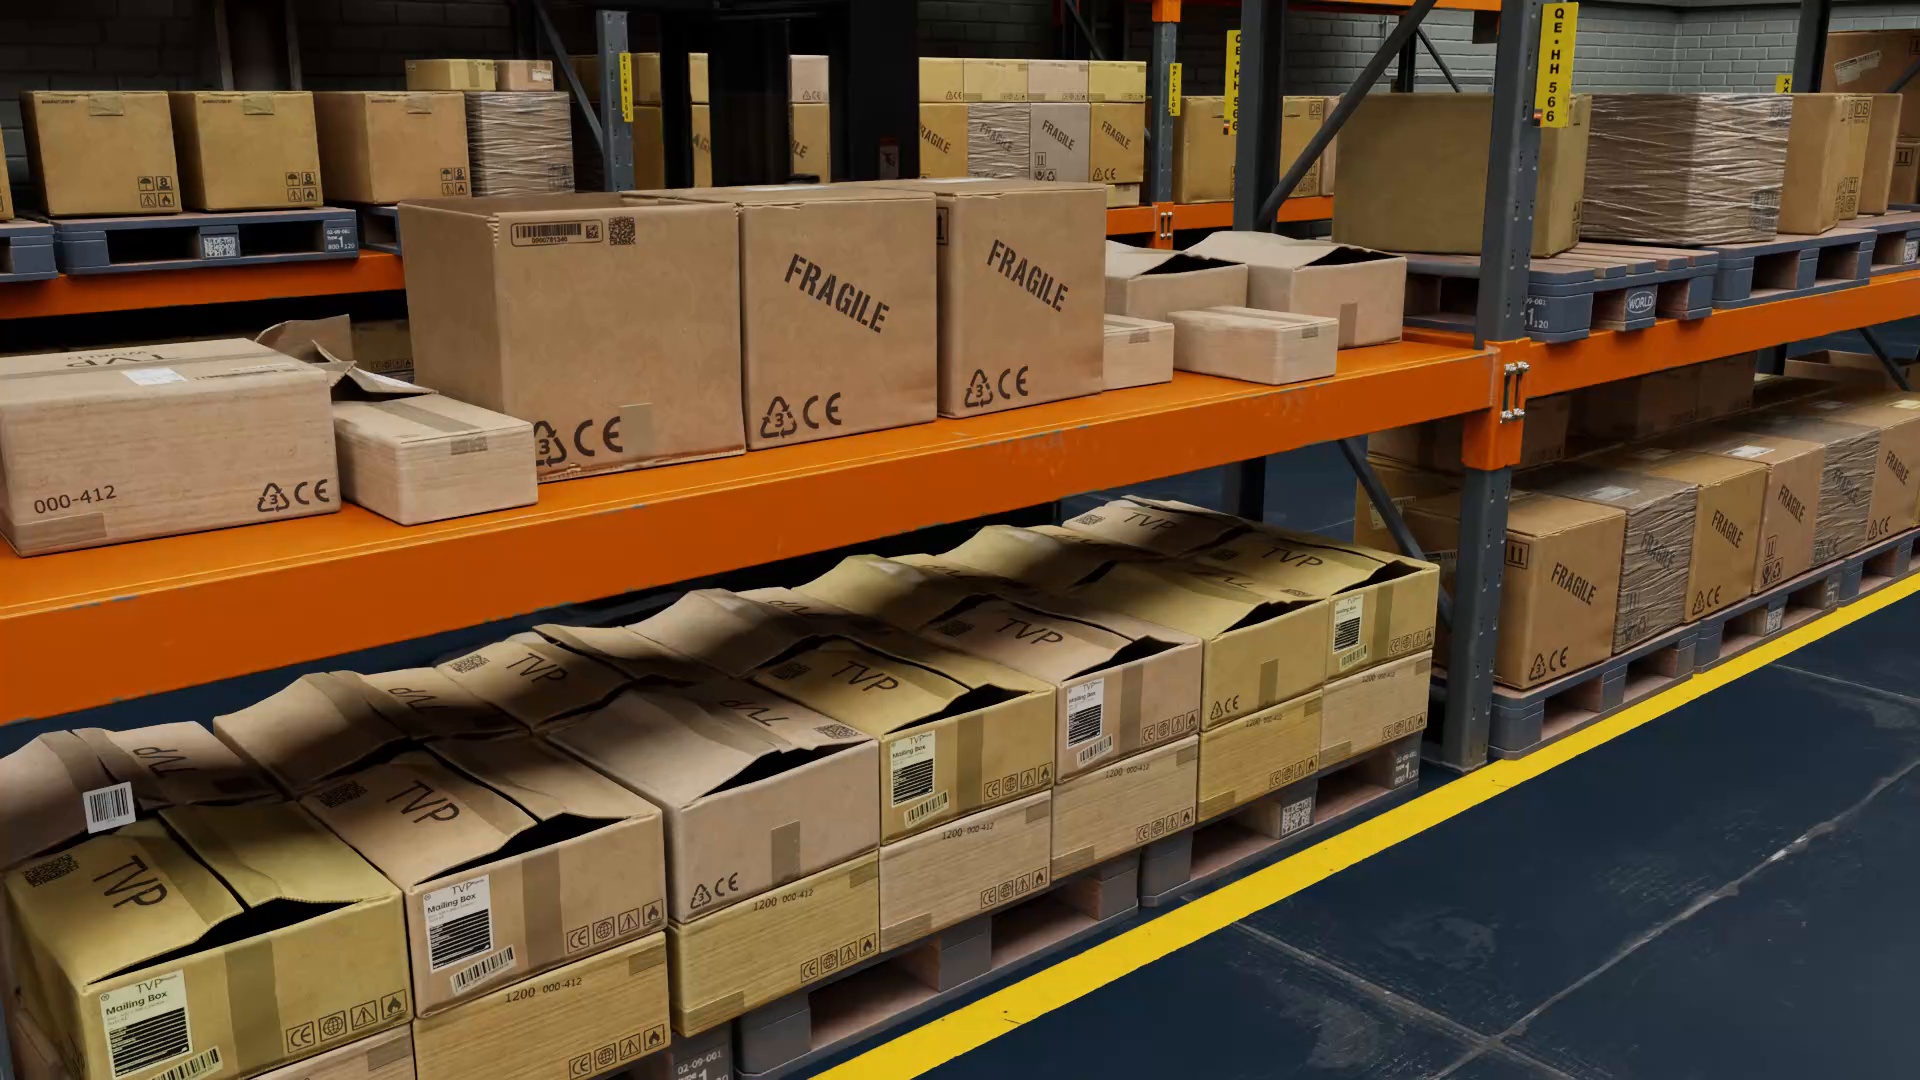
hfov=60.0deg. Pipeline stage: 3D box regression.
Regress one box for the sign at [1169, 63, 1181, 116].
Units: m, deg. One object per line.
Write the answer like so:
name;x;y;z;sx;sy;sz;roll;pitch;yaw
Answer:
sign;1.380;-2.897;10.692;0.005;0.325;0.100;-13;19;-39

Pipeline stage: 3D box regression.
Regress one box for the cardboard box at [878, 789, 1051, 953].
cardboard box;-0.138;0.684;3.891;0.500;0.250;0.500;-12;19;-38

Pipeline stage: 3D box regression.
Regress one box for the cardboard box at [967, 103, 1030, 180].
cardboard box;0.070;-2.382;10.047;0.500;0.500;0.500;-13;19;-39

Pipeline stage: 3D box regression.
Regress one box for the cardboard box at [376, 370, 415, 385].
cardboard box;-2.975;-0.610;8.213;0.500;0.500;0.700;-13;20;-39

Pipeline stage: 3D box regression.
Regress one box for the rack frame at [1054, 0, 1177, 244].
rack frame;1.016;-2.480;11.221;0.127;3.000;1.000;-13;19;-39

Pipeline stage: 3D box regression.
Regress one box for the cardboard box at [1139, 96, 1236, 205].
cardboard box;1.436;-2.713;11.514;0.700;0.700;0.980;-12;19;-39

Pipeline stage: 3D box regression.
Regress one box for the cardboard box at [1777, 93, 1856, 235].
cardboard box;2.978;-1.456;6.380;0.700;0.500;0.500;10;18;33

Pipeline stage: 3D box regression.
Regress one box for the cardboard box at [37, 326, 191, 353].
cardboard box;-3.755;-0.784;7.409;0.500;0.250;0.500;-13;20;-41

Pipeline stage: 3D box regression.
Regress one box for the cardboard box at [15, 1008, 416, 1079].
cardboard box;-1.298;0.945;2.915;0.500;0.250;0.500;-13;20;-41

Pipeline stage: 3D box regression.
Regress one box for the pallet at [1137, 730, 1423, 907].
pallet;0.606;0.641;4.942;1.213;0.211;1.003;-13;19;-39

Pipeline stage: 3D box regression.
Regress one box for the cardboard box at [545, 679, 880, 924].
cardboard box;-0.518;0.501;3.491;0.500;0.311;0.500;-14;20;-41

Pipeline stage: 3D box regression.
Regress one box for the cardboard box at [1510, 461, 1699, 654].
cardboard box;2.175;0.046;5.758;0.500;0.500;0.500;-14;20;-41

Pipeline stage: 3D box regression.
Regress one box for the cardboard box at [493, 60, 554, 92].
cardboard box;-2.242;-2.312;8.290;0.380;0.149;0.250;13;20;40

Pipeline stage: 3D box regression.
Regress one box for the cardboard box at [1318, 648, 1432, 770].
cardboard box;1.016;0.424;4.865;0.500;0.250;0.500;-12;19;-38

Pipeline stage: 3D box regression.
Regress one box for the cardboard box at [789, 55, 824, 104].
cardboard box;-1.085;-2.484;8.975;0.500;0.250;0.500;-13;20;-40

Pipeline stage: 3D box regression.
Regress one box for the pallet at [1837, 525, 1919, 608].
pallet;3.682;-0.023;7.429;1.213;0.211;1.003;-13;19;-39

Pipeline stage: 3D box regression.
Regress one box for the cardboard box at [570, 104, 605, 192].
cardboard box;-1.818;-2.135;9.122;0.500;0.500;0.500;-12;19;-39

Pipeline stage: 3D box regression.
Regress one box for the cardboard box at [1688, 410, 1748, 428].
cardboard box;2.969;-0.311;7.091;0.500;0.500;0.500;-12;19;-39

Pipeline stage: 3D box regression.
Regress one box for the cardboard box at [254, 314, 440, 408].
cardboard box;-1.222;-0.280;3.248;0.258;0.266;0.396;-13;20;-41

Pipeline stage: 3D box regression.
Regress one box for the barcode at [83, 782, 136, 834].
barcode;-1.299;0.408;2.539;0.075;0.075;0.001;-13;19;-39

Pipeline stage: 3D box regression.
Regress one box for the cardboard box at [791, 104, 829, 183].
cardboard box;-1.066;-2.123;9.077;0.500;0.500;0.500;-12;19;-38

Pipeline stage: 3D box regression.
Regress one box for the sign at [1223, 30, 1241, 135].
sign;0.890;-1.463;5.326;0.005;0.325;0.100;-13;19;-39

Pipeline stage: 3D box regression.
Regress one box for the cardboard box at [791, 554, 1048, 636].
cardboard box;-0.112;0.224;4.525;0.500;0.311;0.500;-13;20;-41

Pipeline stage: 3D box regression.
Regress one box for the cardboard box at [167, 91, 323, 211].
cardboard box;-3.275;-1.766;7.502;0.500;0.500;0.700;-13;19;-39

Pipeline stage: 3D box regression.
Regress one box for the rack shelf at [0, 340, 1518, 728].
rack shelf;-0.256;-0.152;3.900;4.000;0.370;1.077;-13;19;-39

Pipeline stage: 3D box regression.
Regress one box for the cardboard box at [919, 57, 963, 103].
cardboard box;-0.329;-2.657;9.623;0.500;0.250;0.500;-13;20;-40

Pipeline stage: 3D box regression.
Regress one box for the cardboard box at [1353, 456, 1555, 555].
cardboard box;1.805;-0.047;6.106;0.500;0.500;0.500;-12;19;-37

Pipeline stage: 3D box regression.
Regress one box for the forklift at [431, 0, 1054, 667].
forklift;-0.929;-1.142;6.344;1.130;2.935;3.031;13;20;39

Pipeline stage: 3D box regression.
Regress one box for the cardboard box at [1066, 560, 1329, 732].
cardboard box;0.632;0.242;4.458;0.500;0.311;0.500;-13;20;-40

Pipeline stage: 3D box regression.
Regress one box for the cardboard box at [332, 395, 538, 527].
cardboard box;-0.962;-0.150;2.984;0.250;0.149;0.380;-13;19;-39

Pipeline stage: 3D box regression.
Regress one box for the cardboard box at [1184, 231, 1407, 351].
cardboard box;0.950;-0.742;4.888;0.500;0.311;0.500;-11;19;-36

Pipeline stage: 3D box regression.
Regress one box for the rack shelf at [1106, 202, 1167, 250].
rack shelf;-0.493;-1.793;10.045;4.000;0.370;1.077;-13;19;-39

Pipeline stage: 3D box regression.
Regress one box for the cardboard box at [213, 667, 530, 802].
cardboard box;-1.259;0.480;3.568;0.500;0.311;0.500;-12;19;-38

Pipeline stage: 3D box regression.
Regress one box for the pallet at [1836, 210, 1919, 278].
pallet;3.596;-1.309;7.210;1.213;0.211;1.003;-13;19;-39

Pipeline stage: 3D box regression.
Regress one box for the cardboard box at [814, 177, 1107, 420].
cardboard box;-0.002;-0.599;3.987;0.500;0.500;0.500;-14;20;-42

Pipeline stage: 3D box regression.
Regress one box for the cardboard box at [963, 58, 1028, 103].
cardboard box;0.055;-2.744;9.947;0.500;0.250;0.500;-12;19;-38

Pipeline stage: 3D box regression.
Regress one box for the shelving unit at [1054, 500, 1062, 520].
shelving unit;0.236;-0.651;7.863;0.258;1.200;0.503;13;20;41

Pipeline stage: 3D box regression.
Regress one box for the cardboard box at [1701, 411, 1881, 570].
cardboard box;3.329;-0.214;6.731;0.500;0.500;0.500;-12;19;-39

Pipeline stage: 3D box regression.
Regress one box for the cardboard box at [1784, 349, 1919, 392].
cardboard box;4.514;-0.673;8.447;0.500;0.500;0.500;-13;19;-39

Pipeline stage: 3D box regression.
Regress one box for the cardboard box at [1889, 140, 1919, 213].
cardboard box;4.479;-1.699;8.104;0.500;0.500;0.500;-12;19;-38

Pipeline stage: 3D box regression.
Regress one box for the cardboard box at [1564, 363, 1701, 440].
cardboard box;2.613;-0.594;6.700;0.500;0.250;0.500;-13;20;-40

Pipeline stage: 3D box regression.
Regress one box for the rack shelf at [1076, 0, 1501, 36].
rack shelf;2.525;-3.920;12.195;4.000;0.370;1.077;-13;19;-39

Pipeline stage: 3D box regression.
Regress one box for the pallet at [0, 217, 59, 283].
pallet;-4.347;-1.133;6.550;1.213;0.211;1.003;-13;19;-39

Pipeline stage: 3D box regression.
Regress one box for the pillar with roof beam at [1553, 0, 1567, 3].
pillar with roof beam;8.329;-5.843;12.188;0.400;9.000;9.100;-13;19;-39

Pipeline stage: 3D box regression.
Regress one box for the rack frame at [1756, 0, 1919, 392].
rack frame;4.271;-1.516;7.613;0.127;3.000;1.000;-13;19;-39
